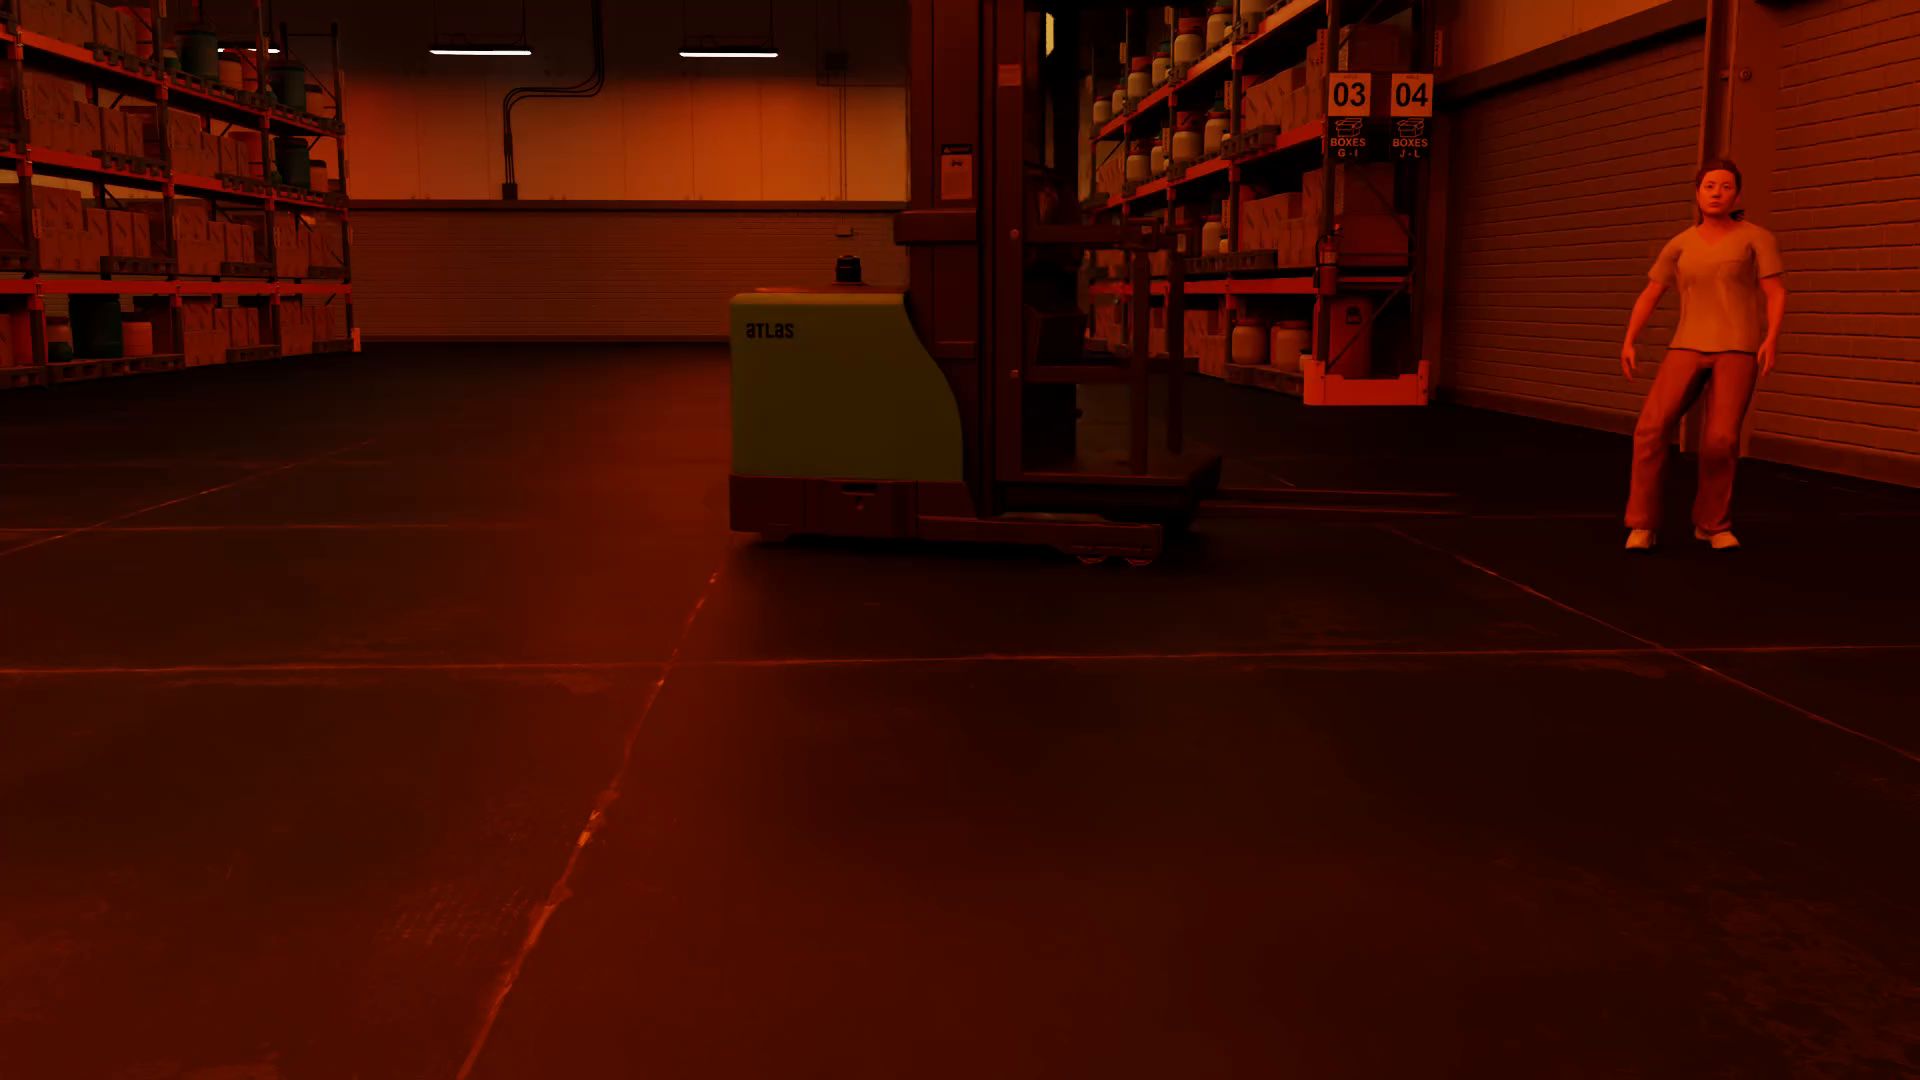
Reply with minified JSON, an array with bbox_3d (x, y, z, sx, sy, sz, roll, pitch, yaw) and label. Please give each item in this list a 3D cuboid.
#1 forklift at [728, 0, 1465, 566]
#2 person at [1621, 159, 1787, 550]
[{"bbox_3d":[0.585,-1.432,6.976,3.031,2.935,1.130,2,9,15],"label":"forklift"},{"bbox_3d":[3.083,-0.769,6.971,0.622,1.635,0.622,6,11,37],"label":"person"}]
